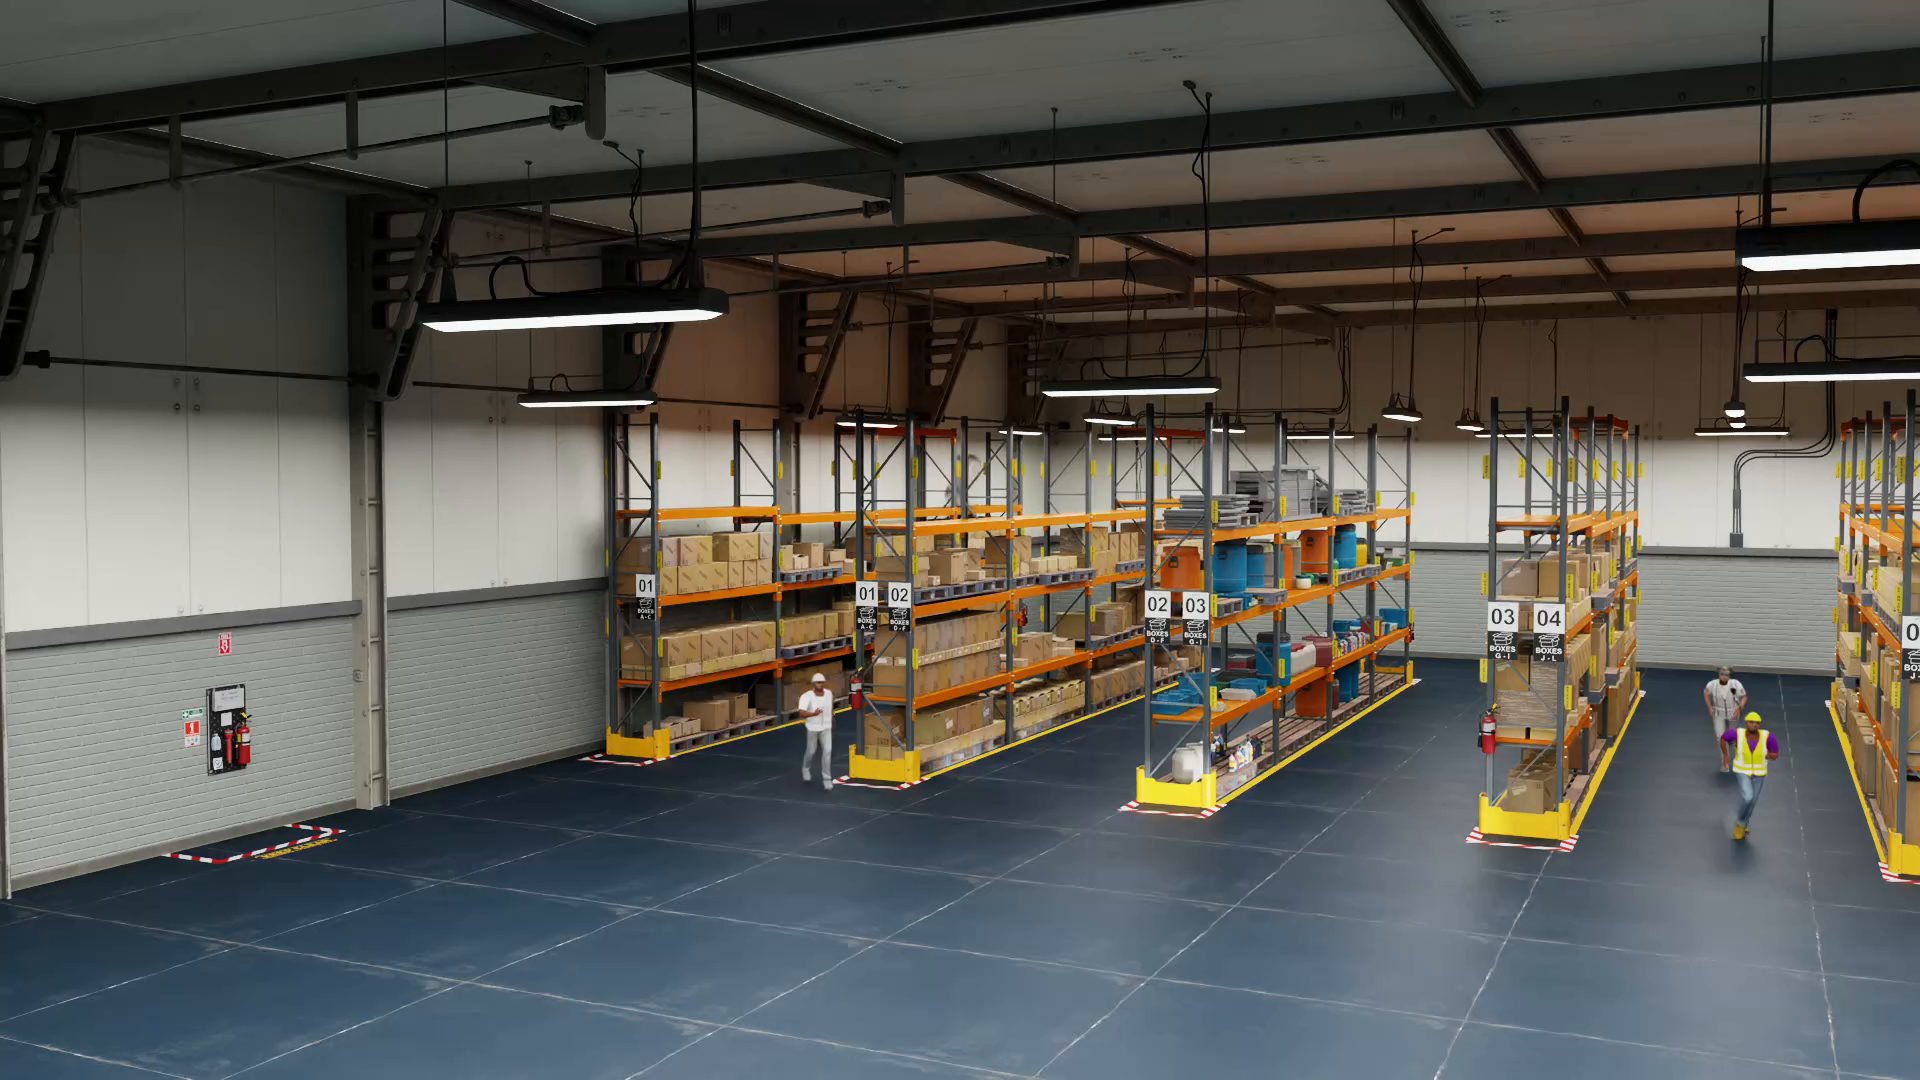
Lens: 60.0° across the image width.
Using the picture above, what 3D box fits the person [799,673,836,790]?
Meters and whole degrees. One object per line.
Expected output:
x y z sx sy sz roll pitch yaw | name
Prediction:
-2.249 2.985 26.233 0.688 1.781 0.950 -1 3 -25 | person

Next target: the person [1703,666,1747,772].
12.879 2.977 28.001 0.662 1.777 1.020 1 3 22 | person

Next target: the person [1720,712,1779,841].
10.680 3.185 22.475 0.662 1.762 0.839 0 2 10 | person
